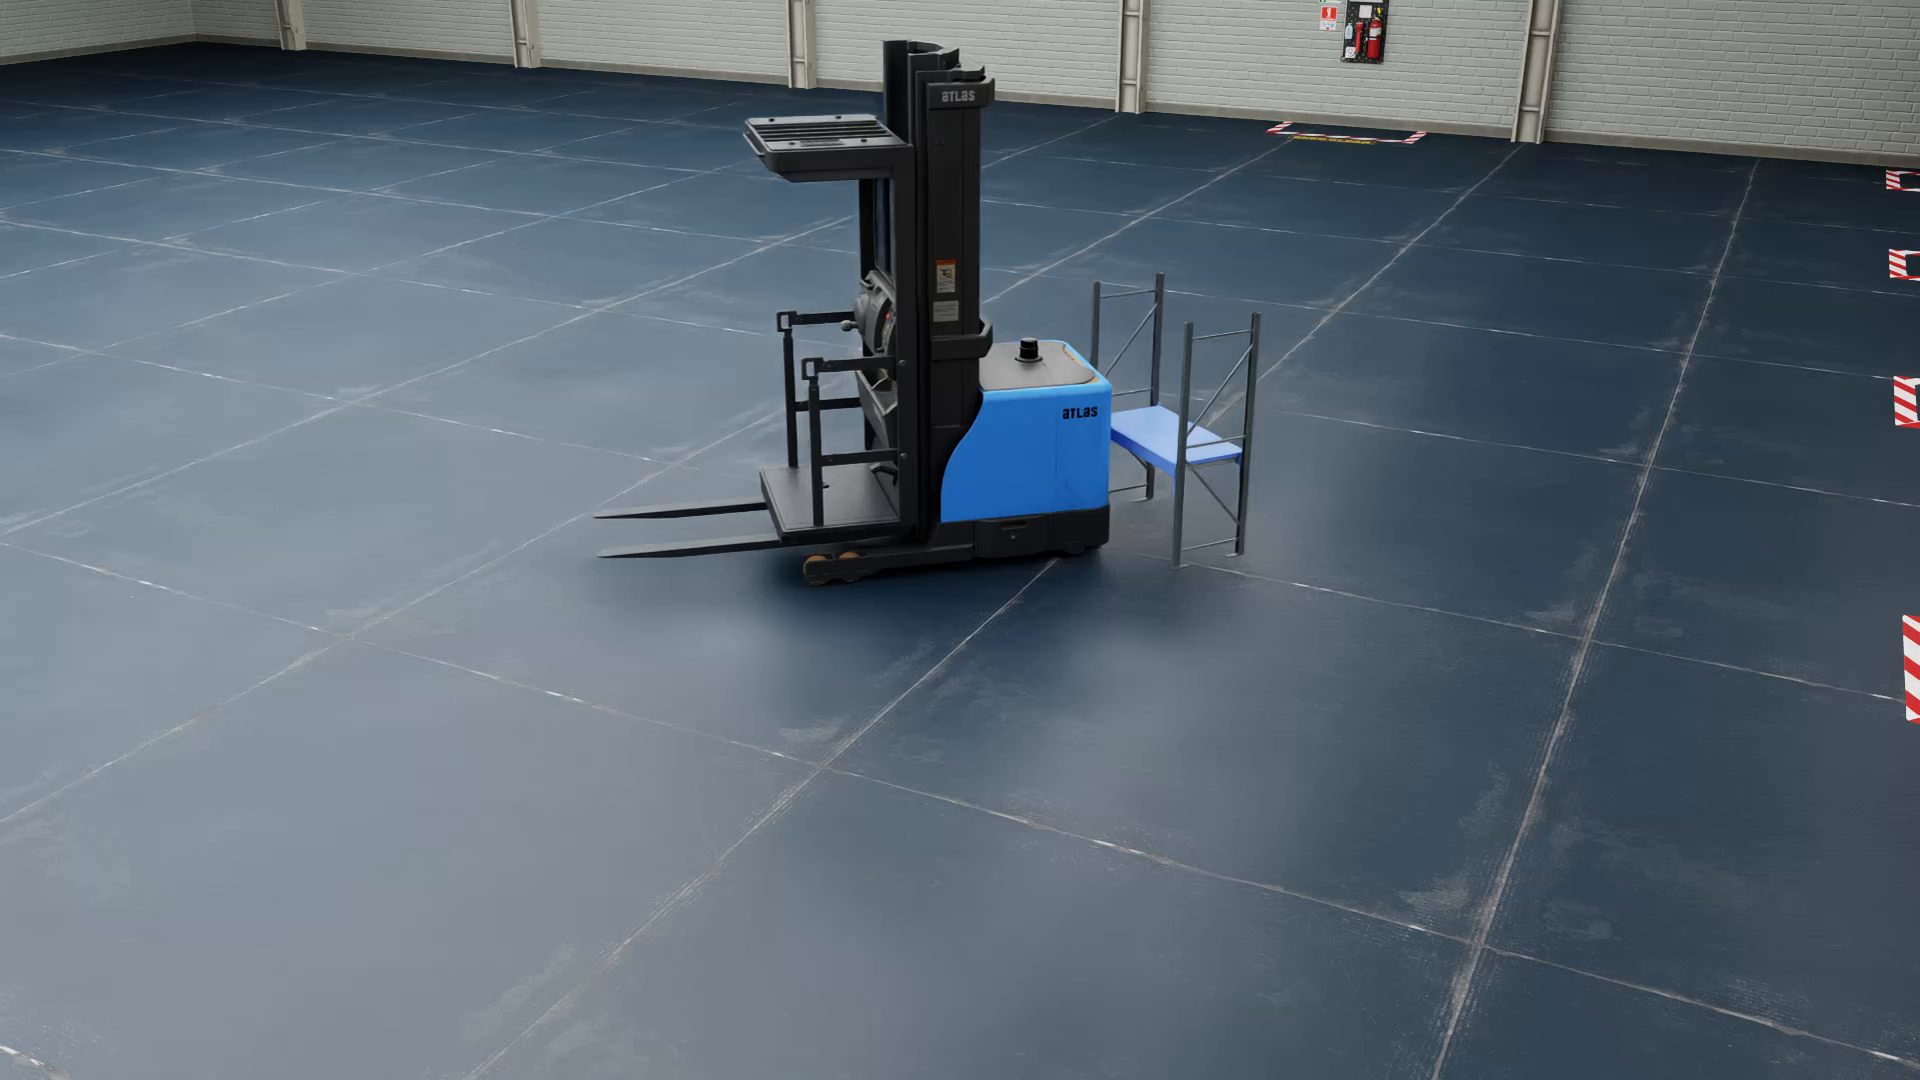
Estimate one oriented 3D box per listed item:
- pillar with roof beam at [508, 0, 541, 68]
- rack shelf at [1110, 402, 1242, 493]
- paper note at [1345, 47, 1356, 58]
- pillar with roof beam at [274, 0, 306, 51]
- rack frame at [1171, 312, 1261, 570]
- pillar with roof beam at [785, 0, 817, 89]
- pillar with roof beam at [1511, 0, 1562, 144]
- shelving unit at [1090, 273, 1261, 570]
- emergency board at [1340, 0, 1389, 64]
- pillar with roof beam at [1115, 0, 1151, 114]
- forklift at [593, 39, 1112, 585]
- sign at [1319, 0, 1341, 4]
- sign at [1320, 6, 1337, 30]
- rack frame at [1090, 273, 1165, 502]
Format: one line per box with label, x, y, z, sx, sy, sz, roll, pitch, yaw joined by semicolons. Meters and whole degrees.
pillar with roof beam;-9.985;-11.458;25.694;0.400;9.000;9.100;11;25;25
rack shelf;1.258;-0.576;10.148;0.538;0.185;1.000;-11;25;-24
paper note;5.706;-7.122;24.290;0.142;0.148;0.016;11;25;25
pillar with roof beam;-15.340;-12.518;28.186;0.400;9.000;9.100;11;25;25
rack frame;1.481;-0.563;9.657;0.500;1.500;0.032;-11;25;-24
pillar with roof beam;-4.631;-10.399;23.203;0.400;9.000;9.100;11;25;25
pillar with roof beam;6.078;-8.280;18.220;0.400;9.000;9.100;11;25;25
shelving unit;1.258;-0.742;10.078;0.538;1.500;1.048;-11;25;-24
emergency board;5.832;-7.472;23.987;0.643;1.169;0.194;11;25;25
pillar with roof beam;0.724;-9.339;20.712;0.400;9.000;9.100;11;25;25
forklift;-0.671;-1.317;9.602;3.031;2.935;1.130;-5;24;-13
sign;5.386;-7.862;24.182;0.331;0.109;0.001;11;25;25
sign;5.385;-7.622;24.295;0.234;0.329;0.001;11;25;25
rack frame;1.036;-0.921;10.498;0.500;1.500;0.032;-11;25;-24
